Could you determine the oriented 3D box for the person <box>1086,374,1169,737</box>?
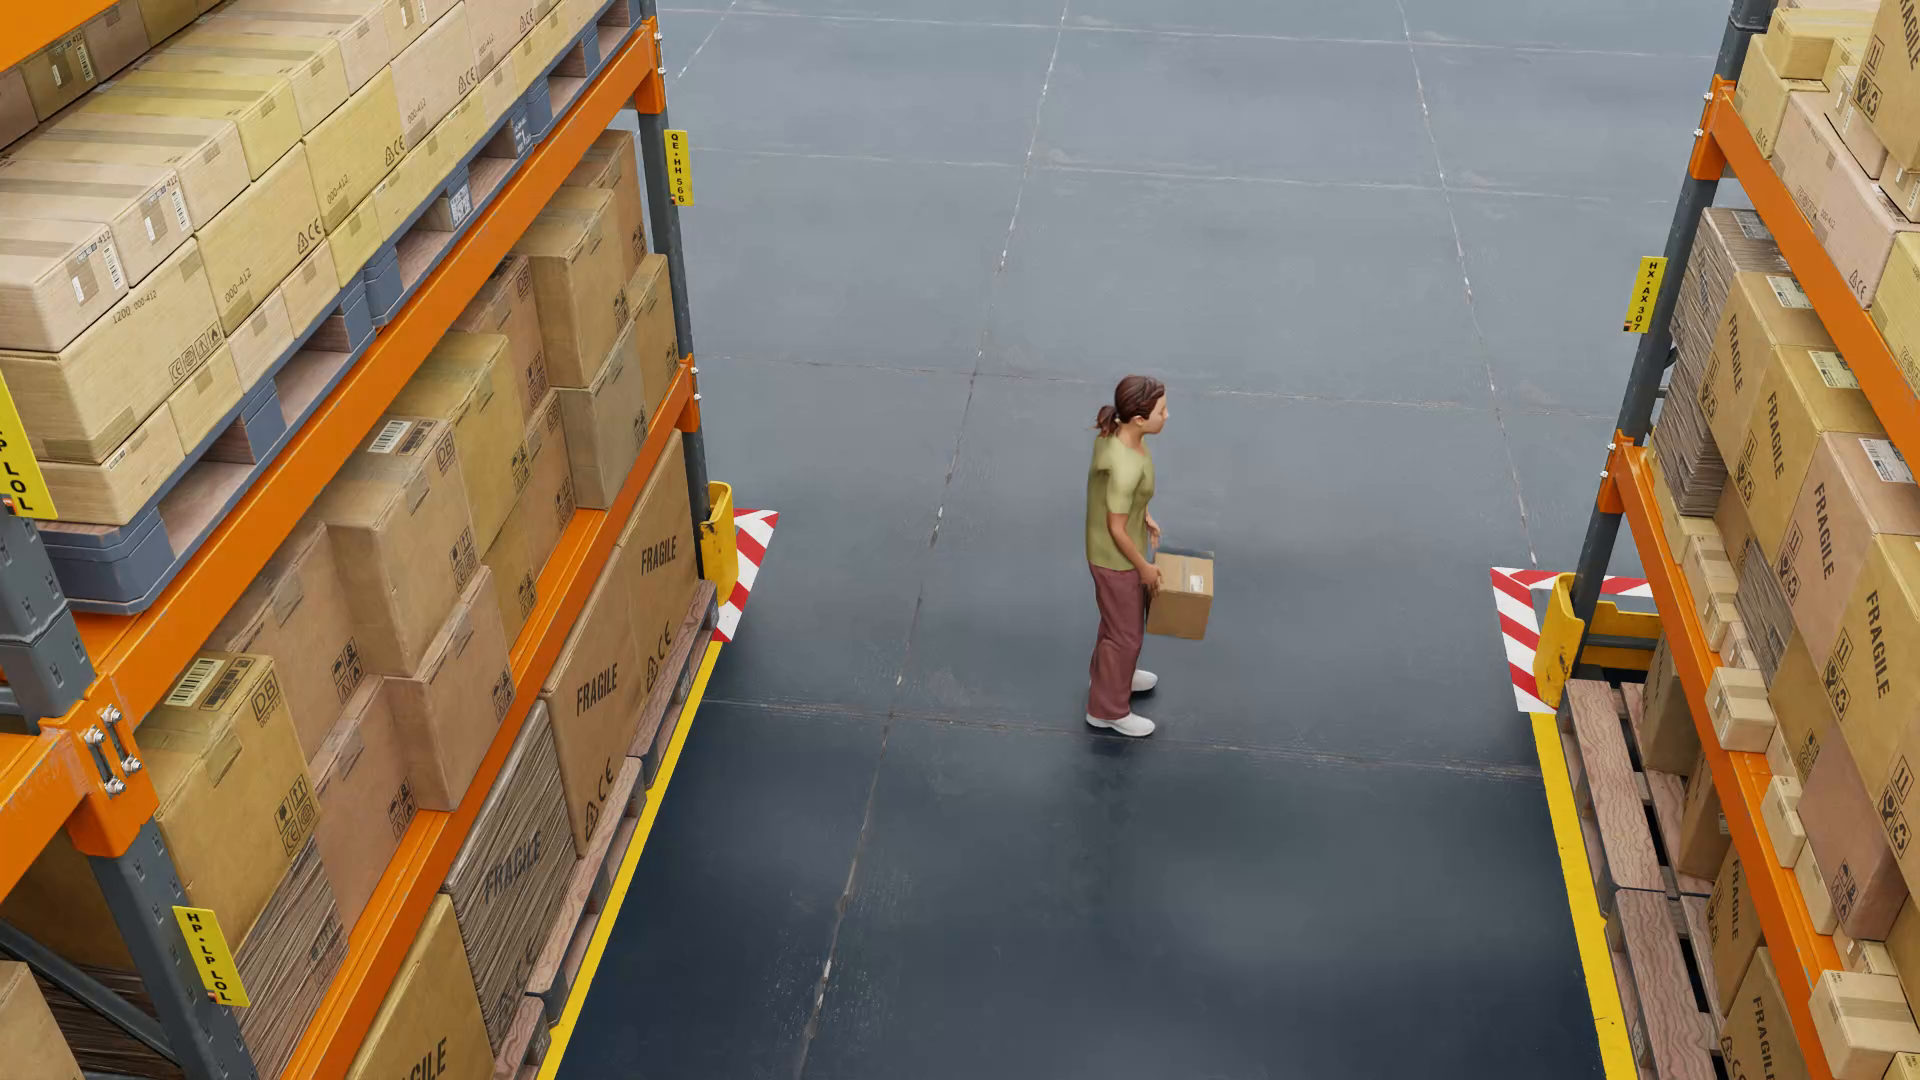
[{"bbox_3d":[0.700,0.047,6.975,0.365,1.673,0.479,4,36,5],"label":"person"}]
